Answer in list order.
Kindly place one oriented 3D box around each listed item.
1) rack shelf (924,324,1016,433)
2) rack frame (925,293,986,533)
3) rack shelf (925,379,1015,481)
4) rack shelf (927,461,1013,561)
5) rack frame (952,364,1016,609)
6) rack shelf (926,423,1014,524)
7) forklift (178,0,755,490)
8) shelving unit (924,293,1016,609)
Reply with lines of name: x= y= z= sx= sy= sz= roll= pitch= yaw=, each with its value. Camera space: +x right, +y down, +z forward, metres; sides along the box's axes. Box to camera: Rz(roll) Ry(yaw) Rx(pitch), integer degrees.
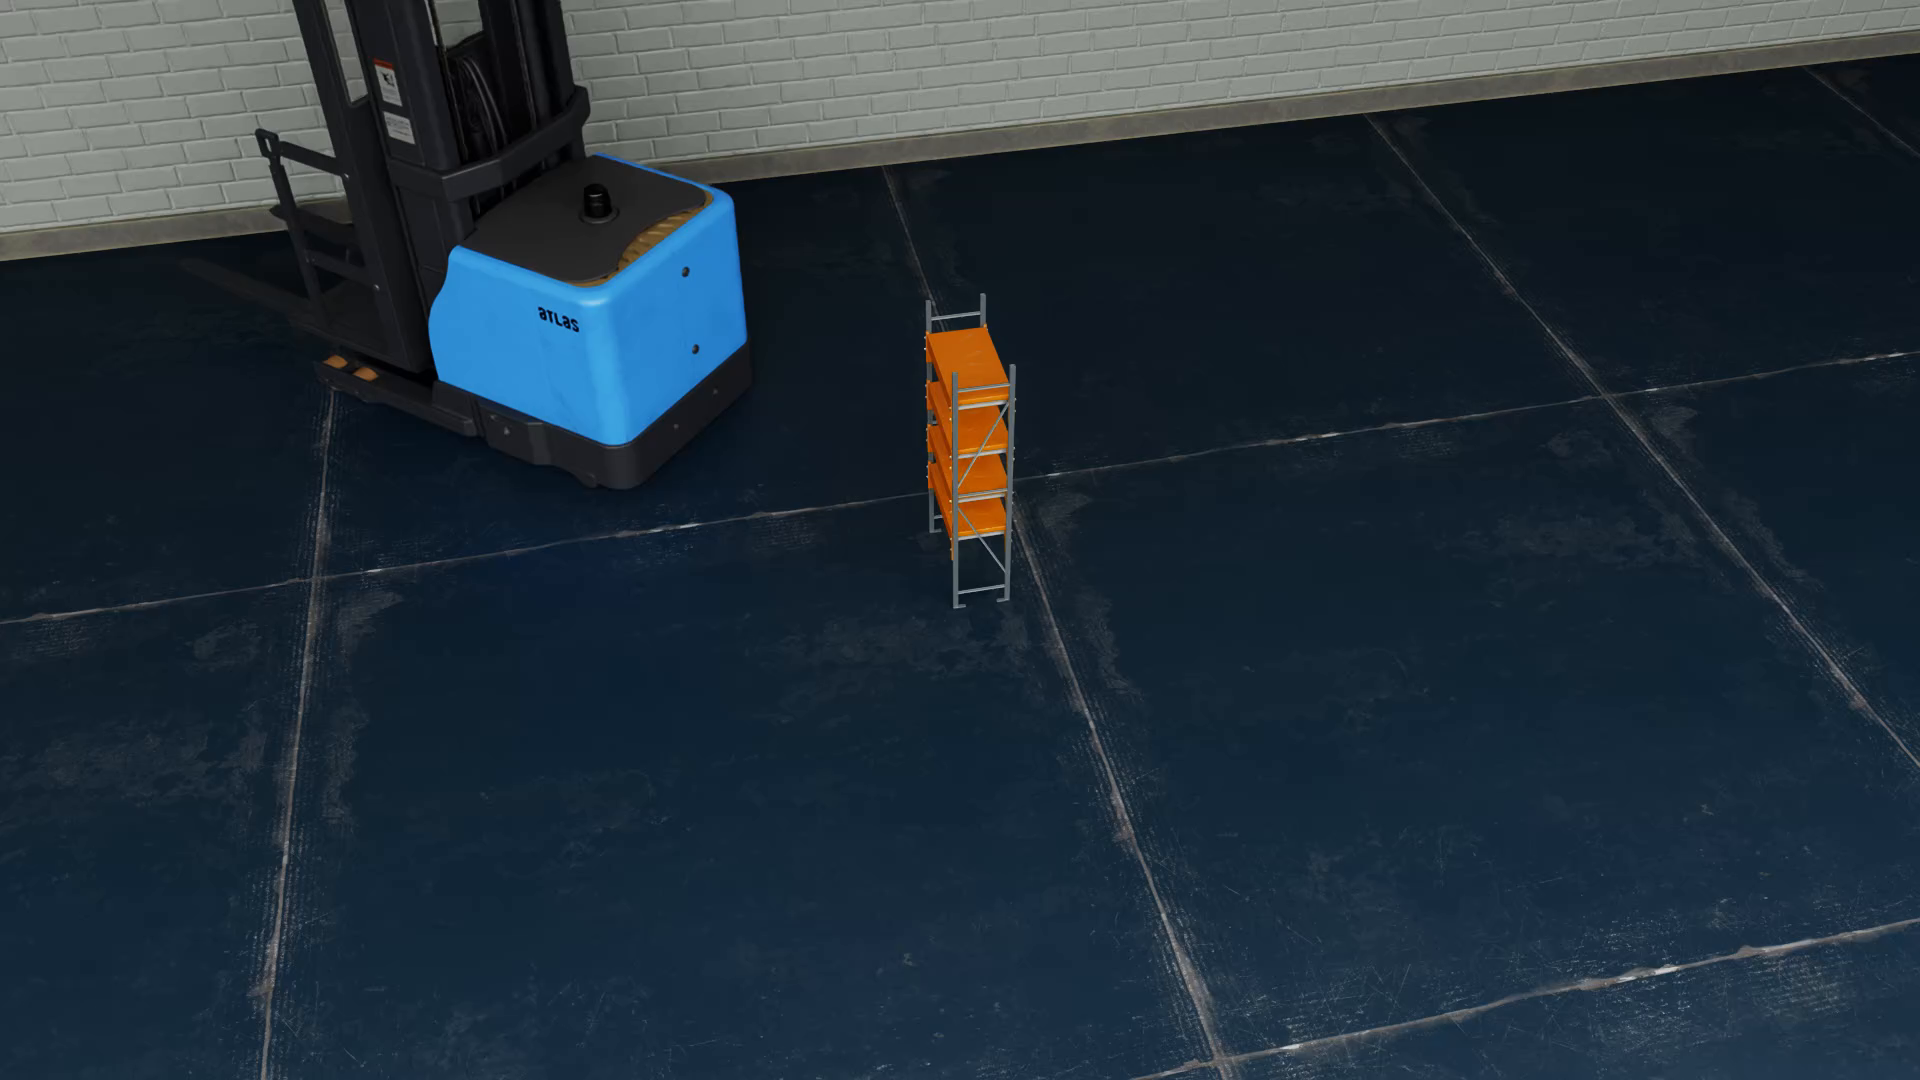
rack shelf: x=0.036 y=-0.635 z=6.470 sx=0.258 sy=0.148 sz=0.480 roll=-8 pitch=42 yaw=-9
rack frame: x=-0.017 y=-0.500 z=6.909 sx=0.240 sy=1.200 sz=0.015 roll=-8 pitch=42 yaw=-9
rack shelf: x=0.036 y=-0.458 z=6.627 sx=0.258 sy=0.148 sz=0.480 roll=-8 pitch=42 yaw=-9
rack shelf: x=0.036 y=-0.143 z=6.907 sx=0.258 sy=0.148 sz=0.480 roll=-8 pitch=42 yaw=-9
rack frame: x=0.088 y=-0.183 z=6.553 sx=0.240 sy=1.200 sz=0.015 roll=-8 pitch=42 yaw=-9
rack shelf: x=0.036 y=-0.291 z=6.775 sx=0.258 sy=0.148 sz=0.480 roll=-8 pitch=42 yaw=-9
forklift: x=-2.524 y=-2.040 z=7.341 sx=3.031 sy=2.935 sz=1.130 roll=21 pitch=46 yaw=22
shelving unit: x=0.036 y=-0.341 z=6.731 sx=0.258 sy=1.200 sz=0.503 roll=-8 pitch=42 yaw=-9
